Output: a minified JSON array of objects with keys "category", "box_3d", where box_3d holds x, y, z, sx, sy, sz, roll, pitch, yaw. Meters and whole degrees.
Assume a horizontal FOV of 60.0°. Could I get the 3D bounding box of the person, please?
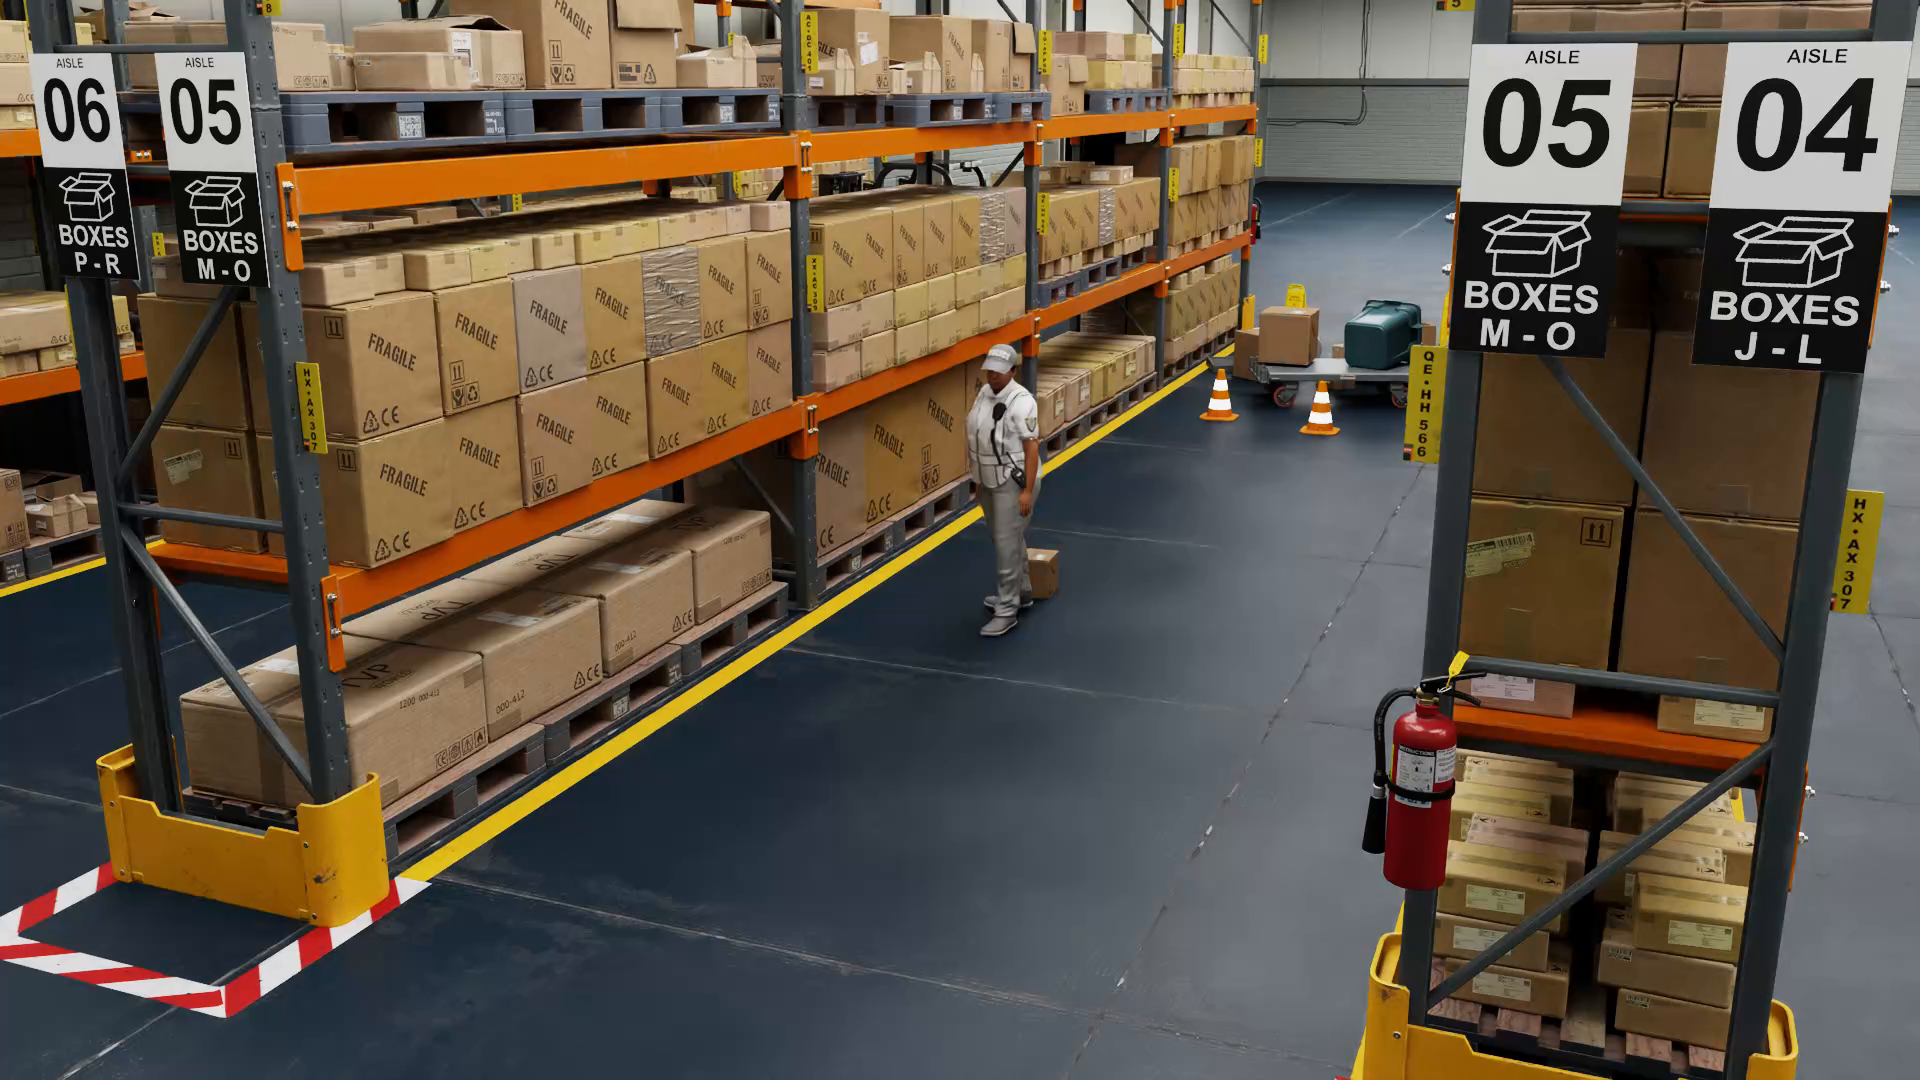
[{"category":"person","box_3d":[0.249,-0.324,9.671,0.538,1.664,0.522,-9,18,-30]}]
